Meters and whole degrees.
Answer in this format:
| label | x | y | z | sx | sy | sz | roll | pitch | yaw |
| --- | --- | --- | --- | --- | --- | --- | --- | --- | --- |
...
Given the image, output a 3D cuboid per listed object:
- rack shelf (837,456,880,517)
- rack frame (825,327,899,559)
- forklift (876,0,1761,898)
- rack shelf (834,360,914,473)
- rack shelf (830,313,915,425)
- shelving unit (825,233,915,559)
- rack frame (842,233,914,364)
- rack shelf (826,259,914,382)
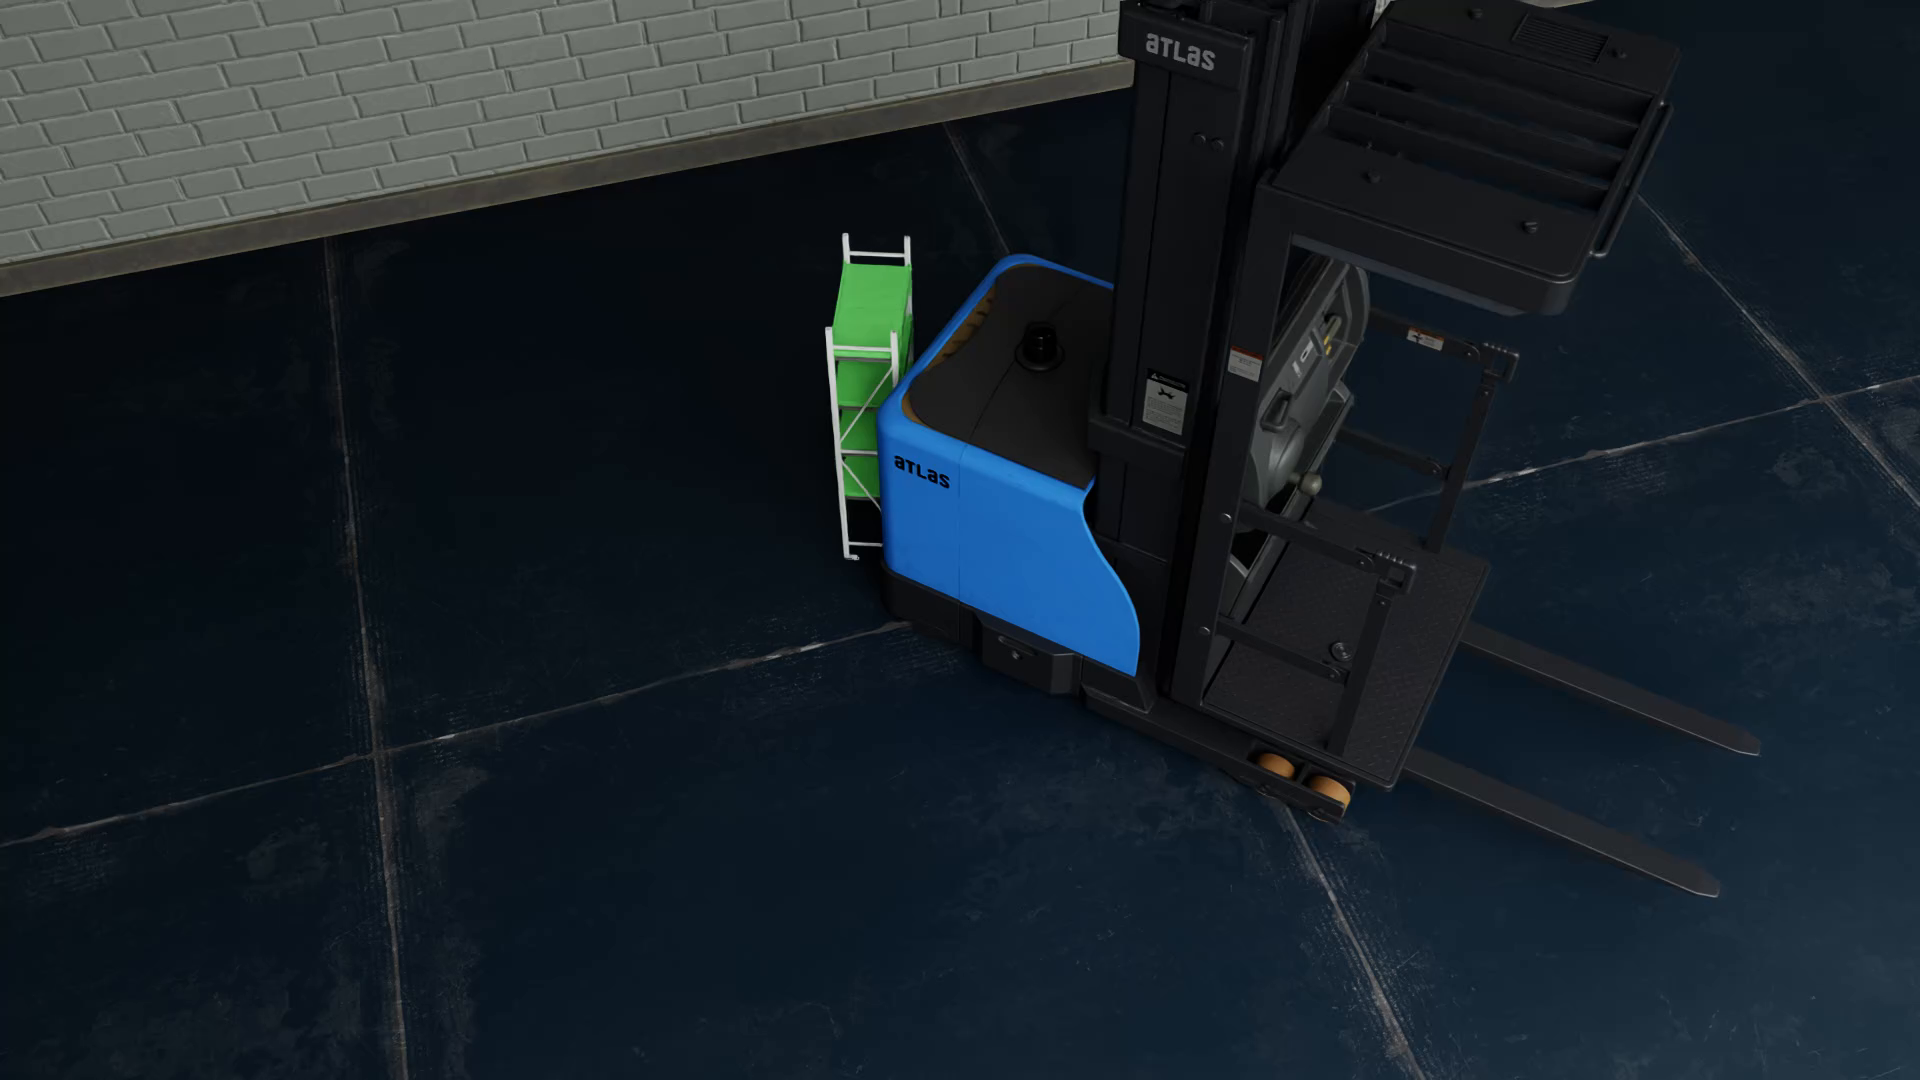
| label | x | y | z | sx | sy | sz | roll | pitch | yaw |
| --- | --- | --- | --- | --- | --- | --- | --- | --- | --- |
| rack shelf | -0.314 | -0.306 | 6.410 | 0.258 | 0.148 | 0.480 | 3 | 50 | 3 |
| rack frame | -0.331 | -0.316 | 6.021 | 0.240 | 1.200 | 0.015 | 3 | 50 | 3 |
| forklift | 1.245 | -0.446 | 4.998 | 3.031 | 2.935 | 1.130 | 23 | 54 | 18 |
| rack shelf | -0.314 | -0.461 | 6.227 | 0.258 | 0.148 | 0.480 | 3 | 50 | 3 |
| rack shelf | -0.314 | -0.615 | 6.043 | 0.258 | 0.148 | 0.480 | 3 | 50 | 3 |
| shelving unit | -0.314 | -0.502 | 6.178 | 0.258 | 1.200 | 0.503 | 3 | 50 | 3 |
| rack frame | -0.296 | -0.688 | 6.335 | 0.240 | 1.200 | 0.015 | 3 | 50 | 3 |
| rack shelf | -0.314 | -0.770 | 5.860 | 0.258 | 0.148 | 0.480 | 3 | 50 | 3 |
